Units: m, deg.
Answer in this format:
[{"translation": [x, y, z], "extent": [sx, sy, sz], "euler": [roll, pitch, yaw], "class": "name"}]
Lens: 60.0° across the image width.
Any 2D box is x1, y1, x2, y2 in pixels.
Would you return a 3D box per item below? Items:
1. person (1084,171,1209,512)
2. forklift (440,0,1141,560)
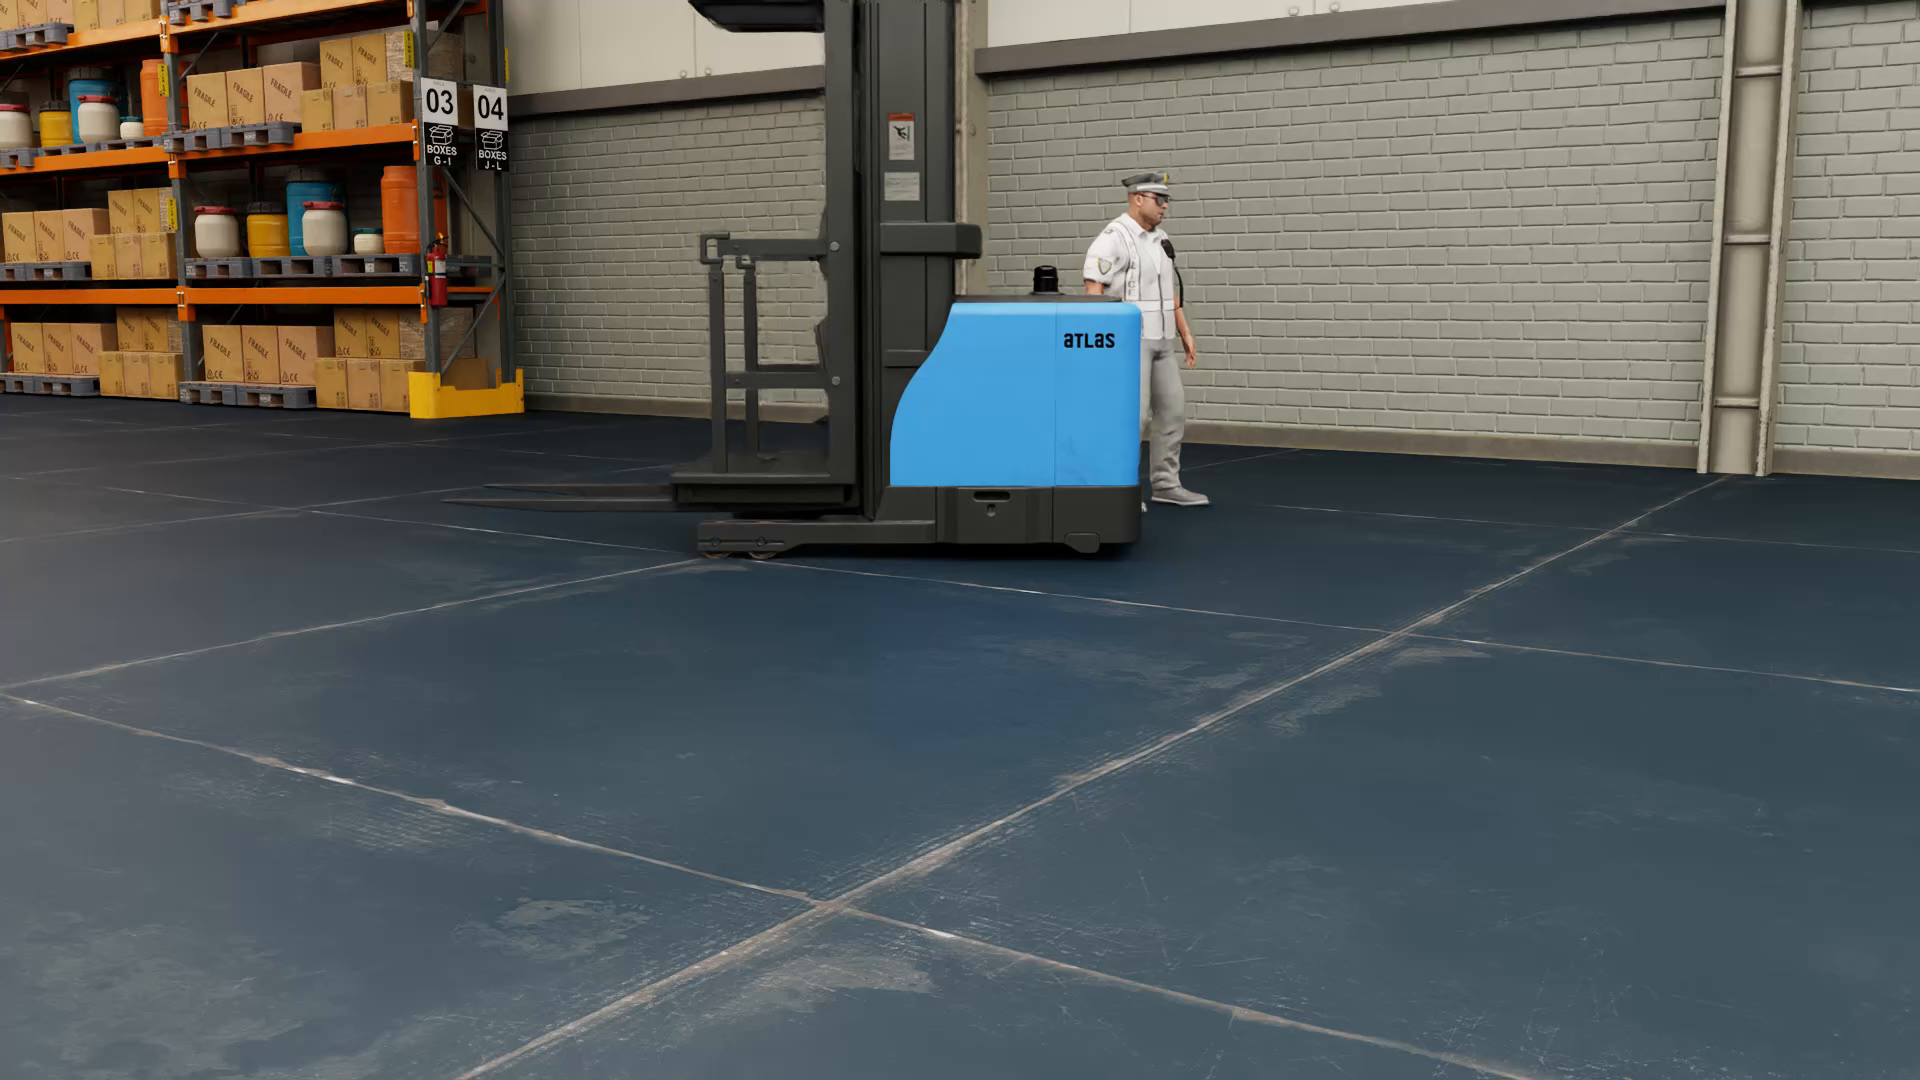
[{"translation": [0.948, -1.028, 8.647], "extent": [0.445, 1.741, 0.735], "euler": [8, 11, 43], "class": "person"}, {"translation": [-0.738, -1.442, 7.336], "extent": [3.031, 2.935, 1.130], "euler": [0, 8, 1], "class": "forklift"}]
